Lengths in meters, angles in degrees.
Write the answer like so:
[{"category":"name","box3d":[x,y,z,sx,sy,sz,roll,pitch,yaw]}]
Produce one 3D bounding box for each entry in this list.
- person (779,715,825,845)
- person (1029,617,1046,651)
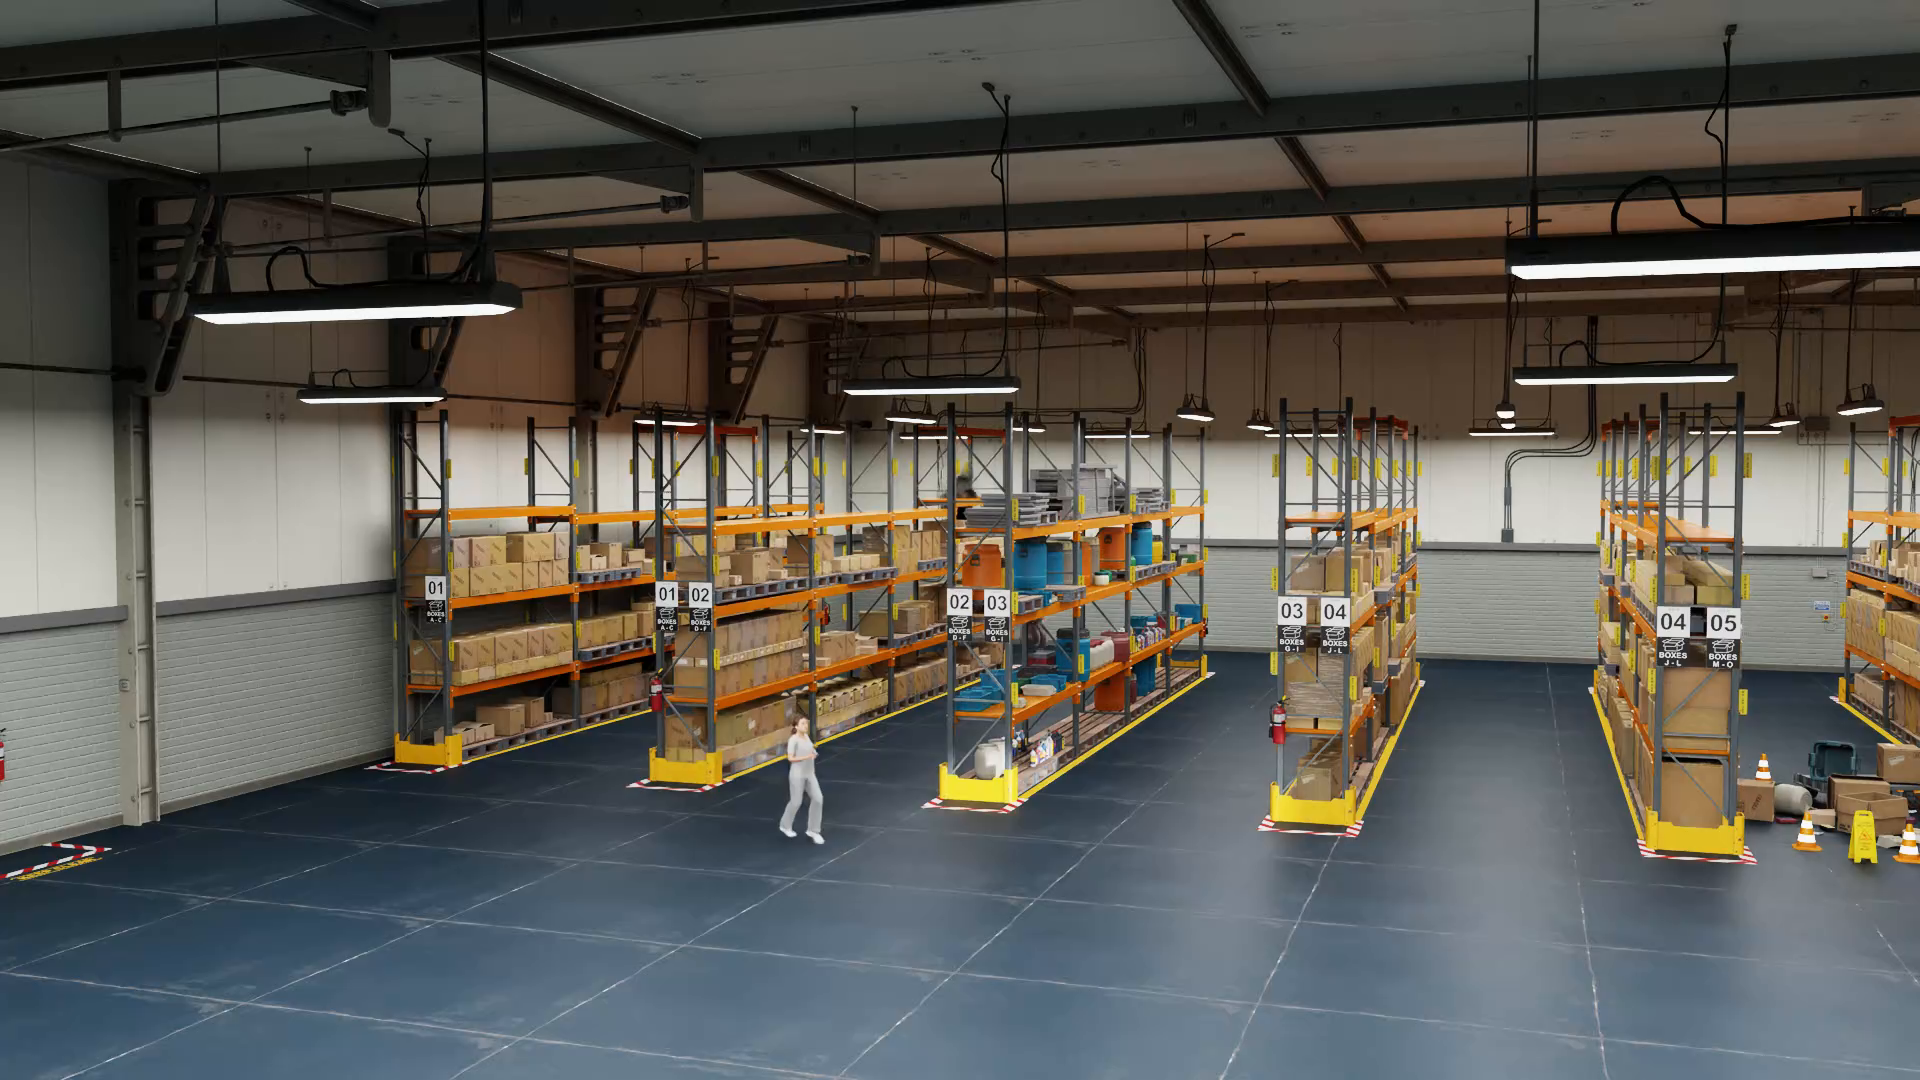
[{"category":"person","box3d":[-2.135,3.198,22.301,0.728,1.714,0.549,2,3,40]},{"category":"person","box3d":[1.839,2.128,42.176,0.699,1.699,0.716,-2,3,-41]}]
